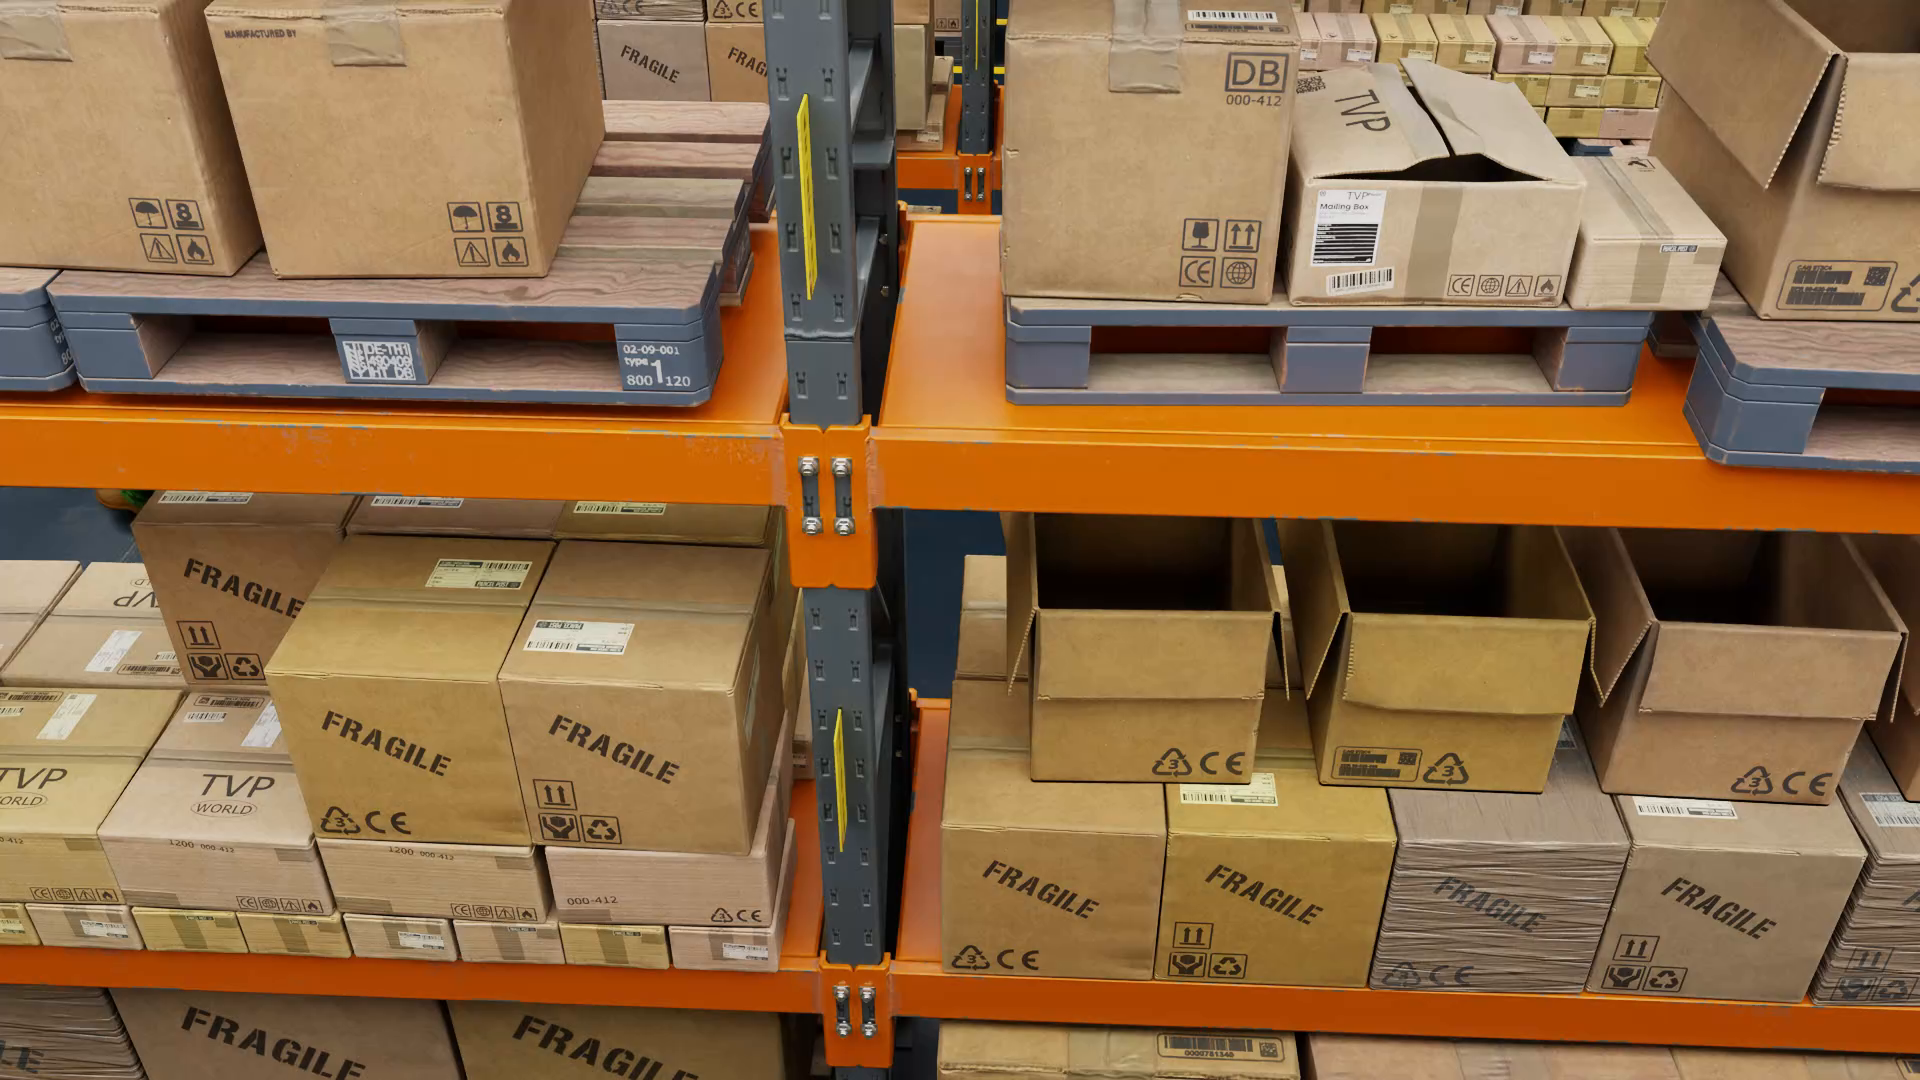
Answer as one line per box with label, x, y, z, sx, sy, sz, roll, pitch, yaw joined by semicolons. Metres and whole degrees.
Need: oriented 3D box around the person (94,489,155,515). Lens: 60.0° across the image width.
person;-3.531;-0.819;7.275;1.050;1.739;0.605;16;38;21
